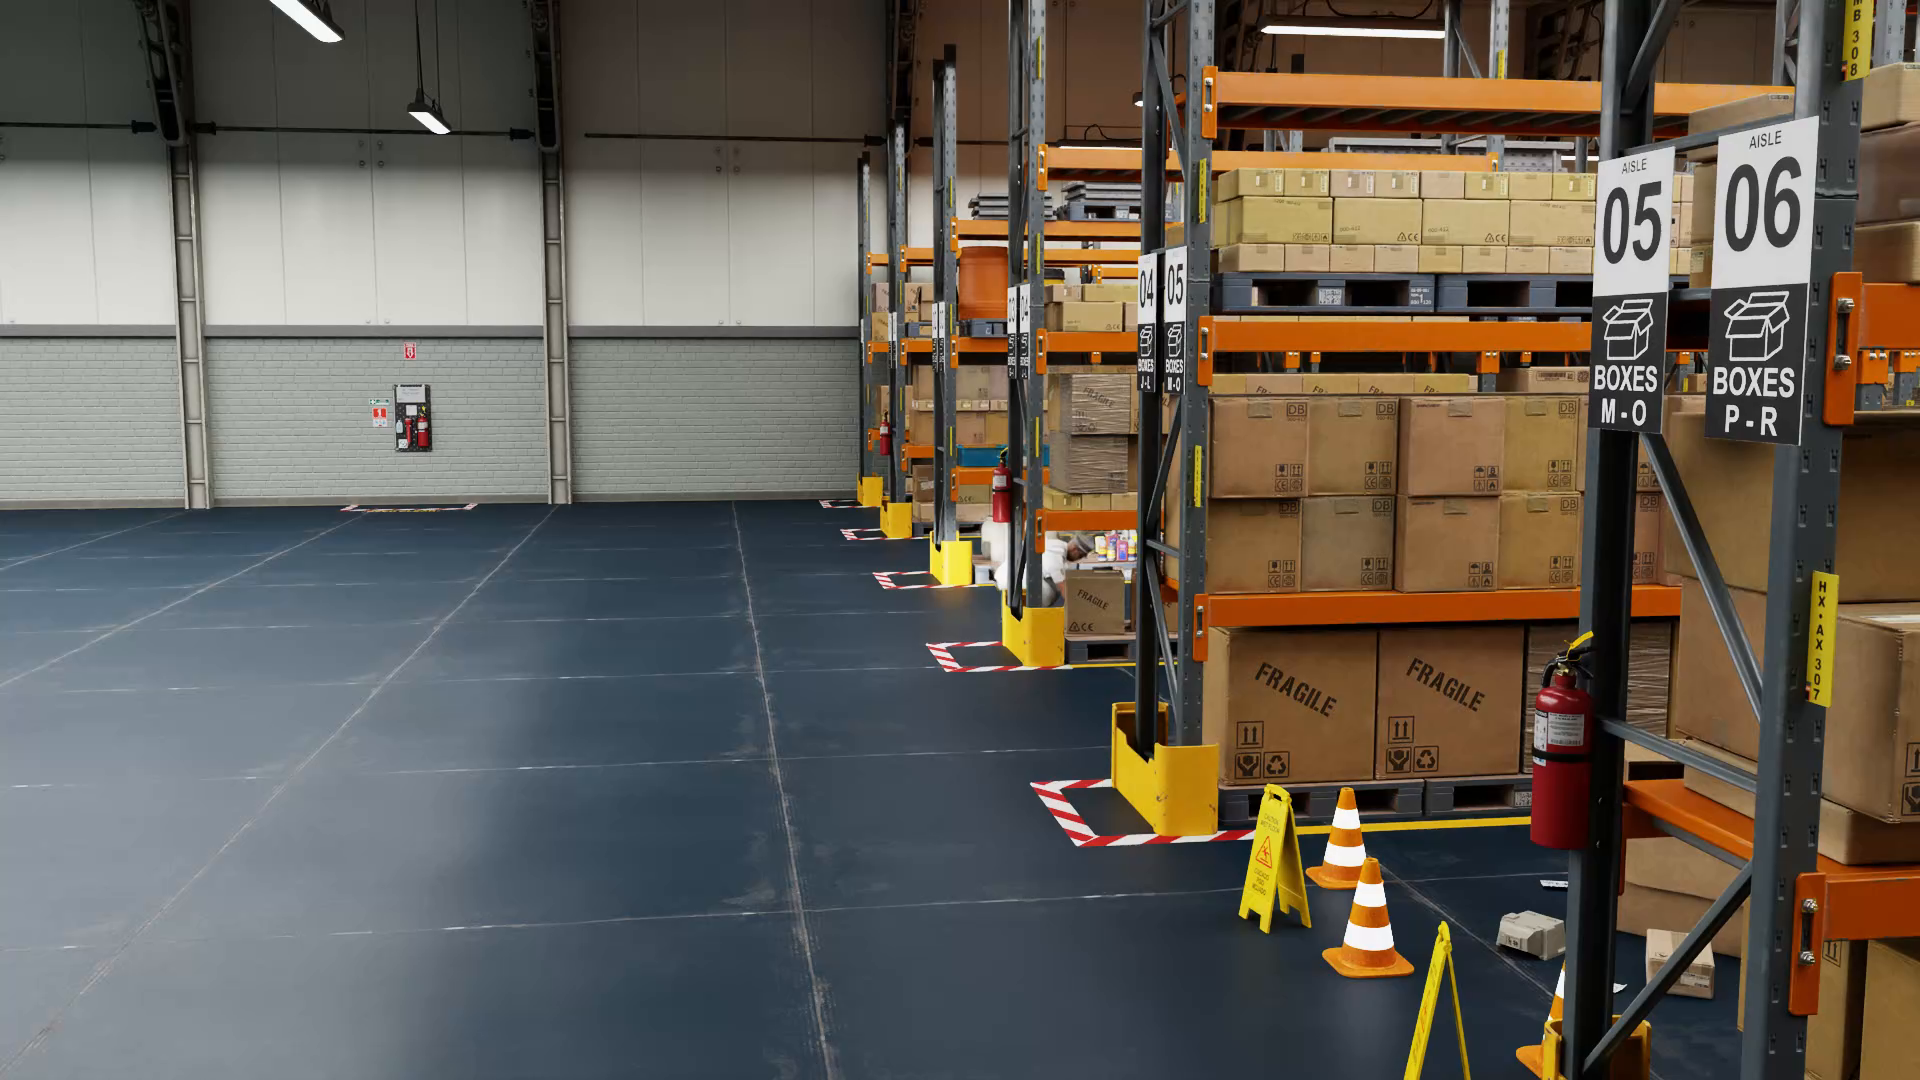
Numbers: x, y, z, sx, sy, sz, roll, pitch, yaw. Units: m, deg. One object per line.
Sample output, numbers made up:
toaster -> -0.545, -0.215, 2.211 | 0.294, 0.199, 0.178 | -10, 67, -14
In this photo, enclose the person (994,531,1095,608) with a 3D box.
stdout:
person -> 0.818, 0.383, 15.988 | 0.954, 0.931, 0.559 | 1, 7, 12
